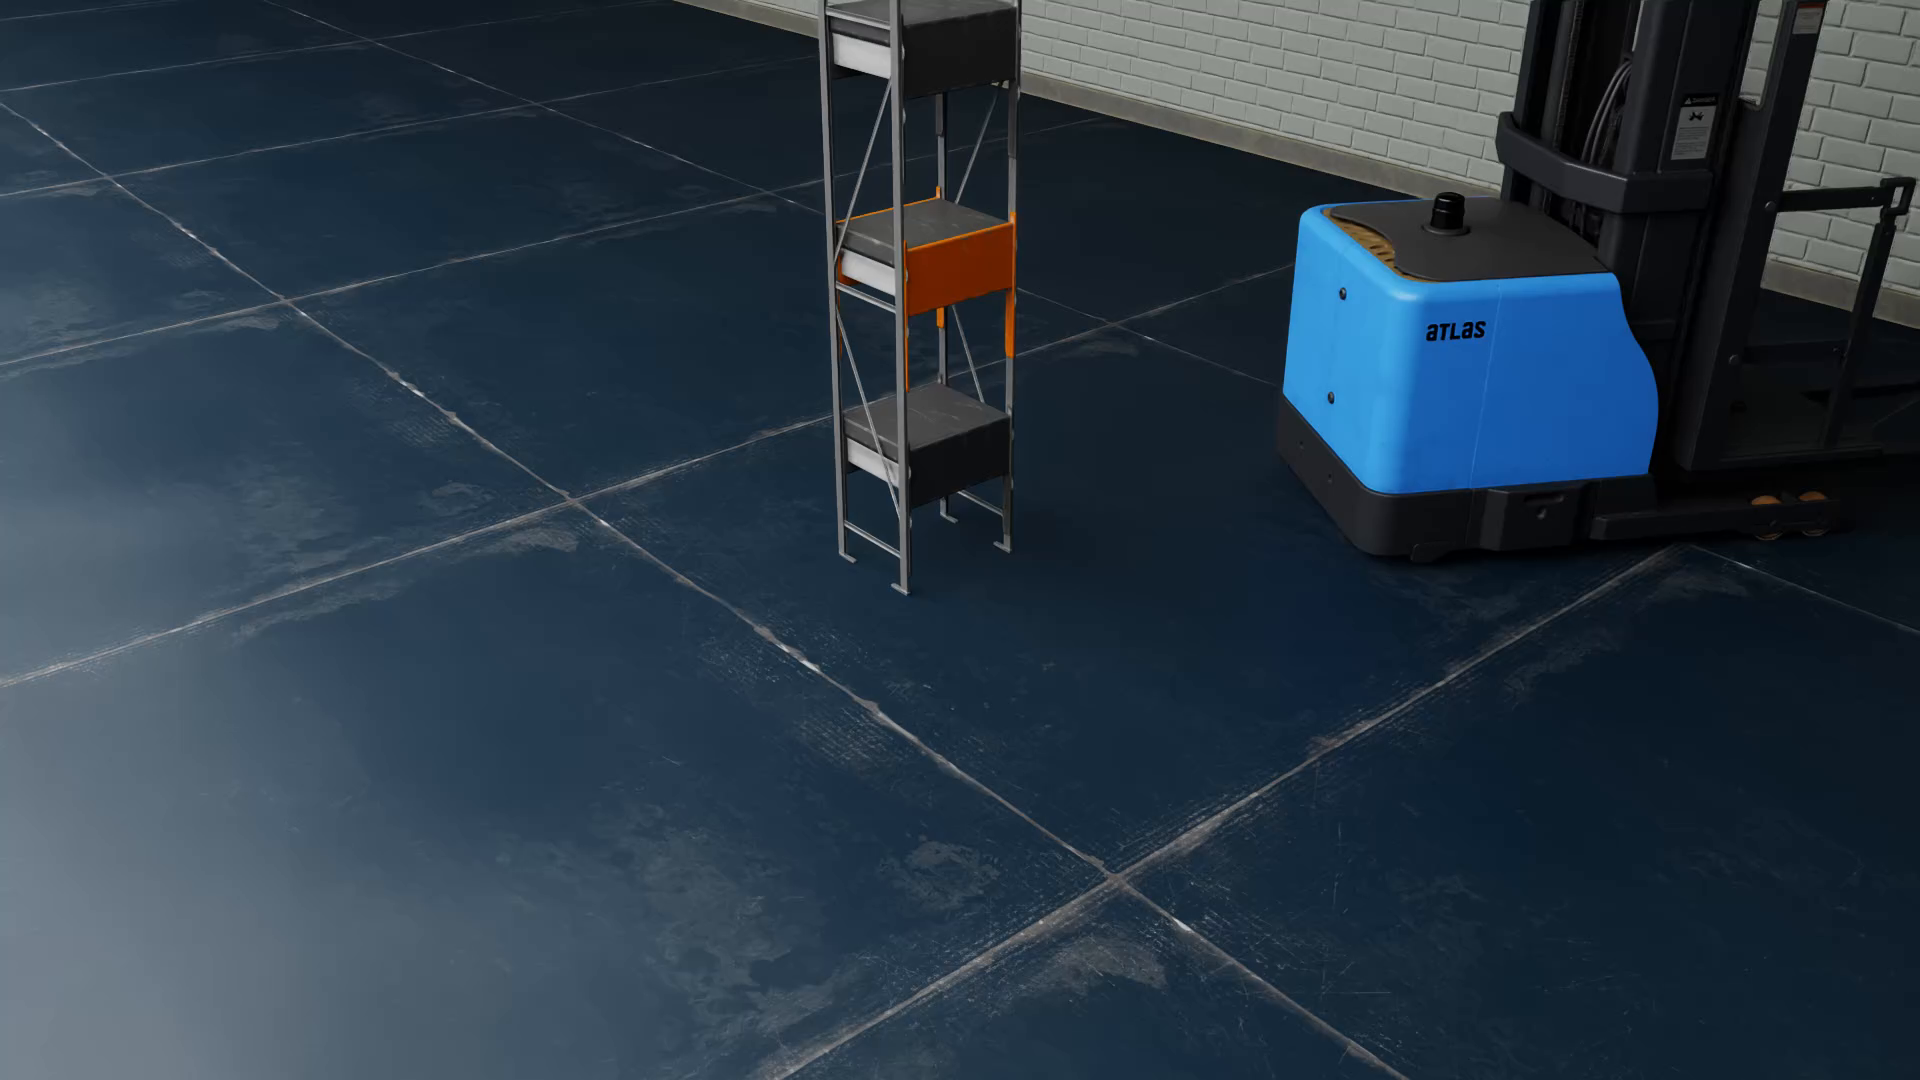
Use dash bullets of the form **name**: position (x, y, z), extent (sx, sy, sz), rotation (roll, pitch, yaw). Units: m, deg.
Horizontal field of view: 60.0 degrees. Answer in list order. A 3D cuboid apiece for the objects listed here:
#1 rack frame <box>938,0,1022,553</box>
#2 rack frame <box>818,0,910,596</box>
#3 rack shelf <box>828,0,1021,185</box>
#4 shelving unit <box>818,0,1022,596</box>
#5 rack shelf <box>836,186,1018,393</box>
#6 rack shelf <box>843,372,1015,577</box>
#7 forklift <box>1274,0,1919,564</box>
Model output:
- **rack frame**: position (0.060, -0.950, 5.800), extent (0.015, 2.100, 0.400), rotation (-22, 35, -35)
- **rack frame**: position (-0.312, -0.801, 5.521), extent (0.015, 2.100, 0.400), rotation (-22, 35, -35)
- **rack shelf**: position (-0.126, -1.481, 5.337), extent (0.480, 0.518, 0.431), rotation (-22, 35, -35)
- **shelving unit**: position (-0.126, -0.875, 5.660), extent (0.503, 2.100, 0.431), rotation (-22, 35, -35)
- **rack shelf**: position (-0.126, -0.863, 5.667), extent (0.480, 0.518, 0.431), rotation (-22, 35, -35)
- **rack shelf**: position (-0.126, -0.246, 5.997), extent (0.480, 0.518, 0.431), rotation (-22, 35, -35)
- **forklift**: position (2.853, -1.531, 6.005), extent (3.031, 2.935, 1.130), rotation (-5, 28, -9)
